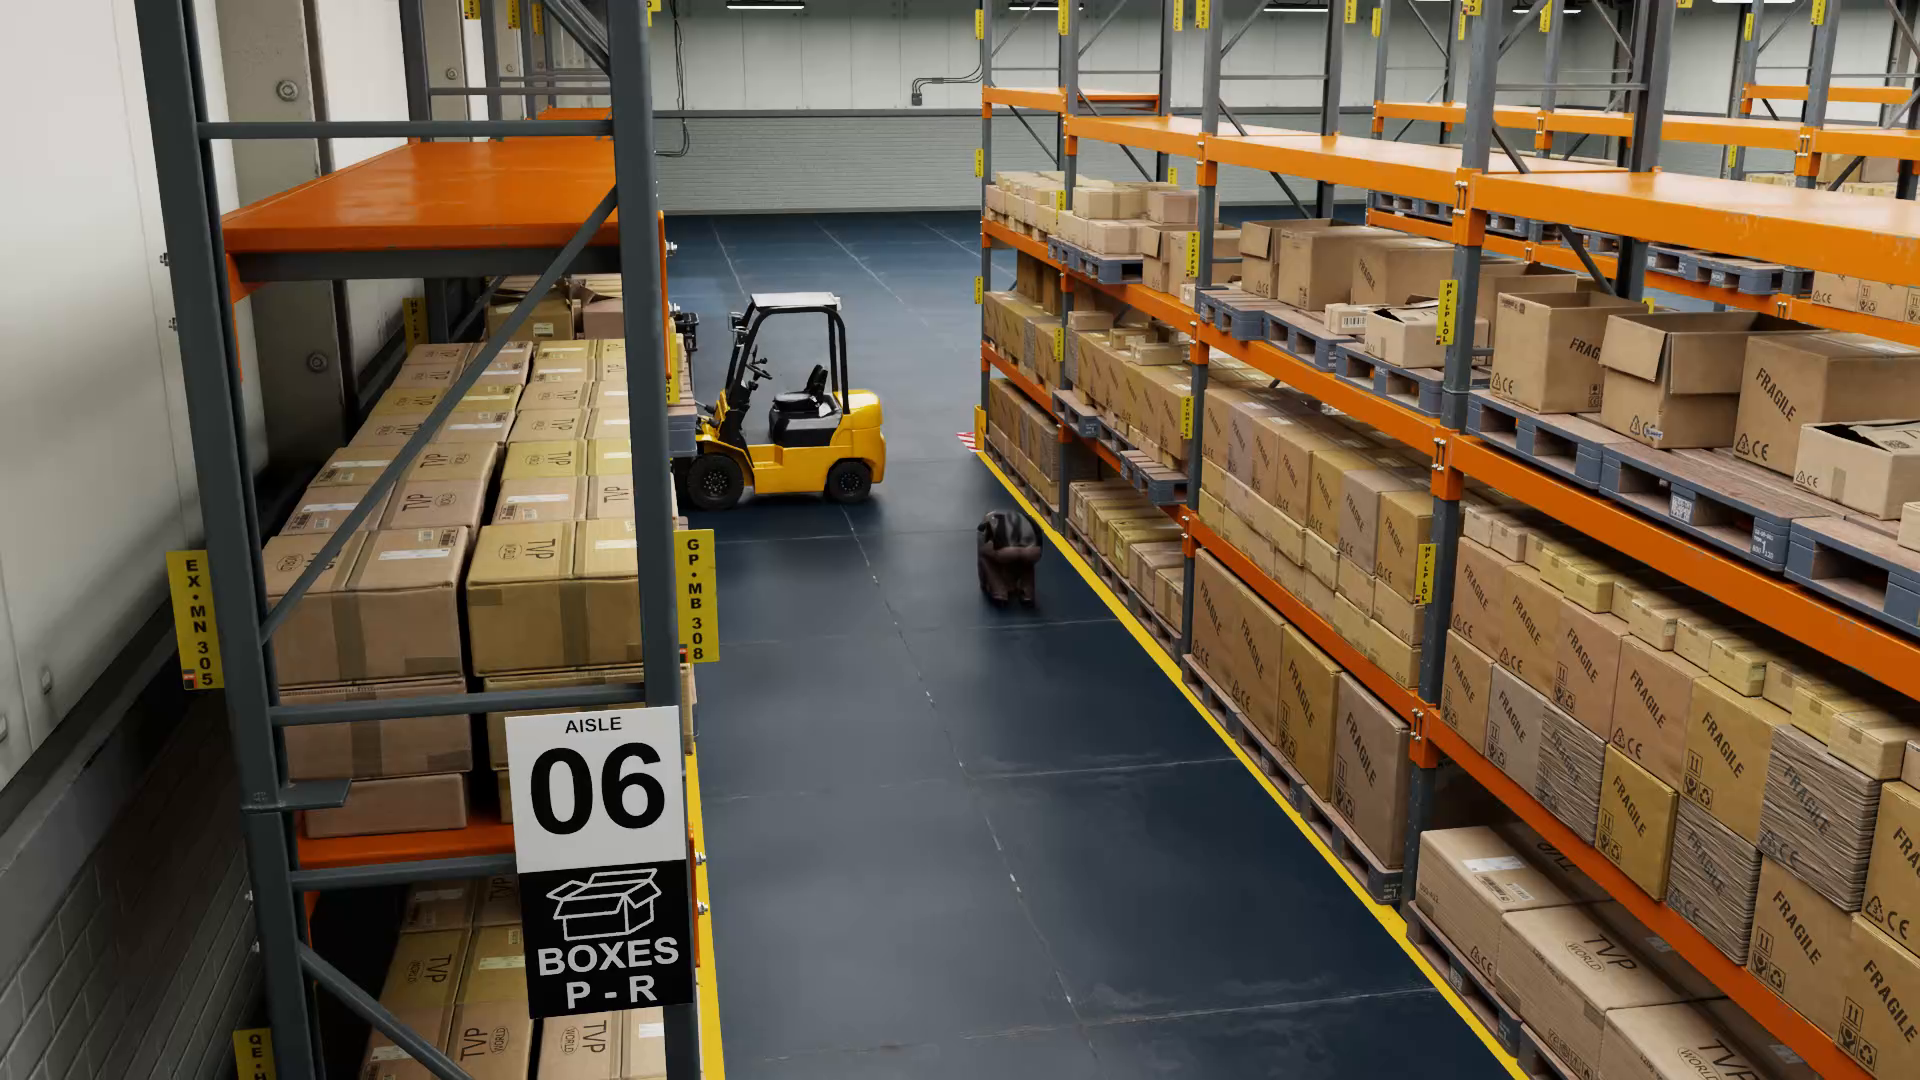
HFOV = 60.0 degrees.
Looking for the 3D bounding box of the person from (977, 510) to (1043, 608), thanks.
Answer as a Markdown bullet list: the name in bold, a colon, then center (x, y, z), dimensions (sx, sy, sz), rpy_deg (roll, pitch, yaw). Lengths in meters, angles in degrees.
- **person**: center (0.426, 0.134, 14.748), dimensions (0.500, 0.847, 0.952), rpy_deg (-4, 17, -12)
